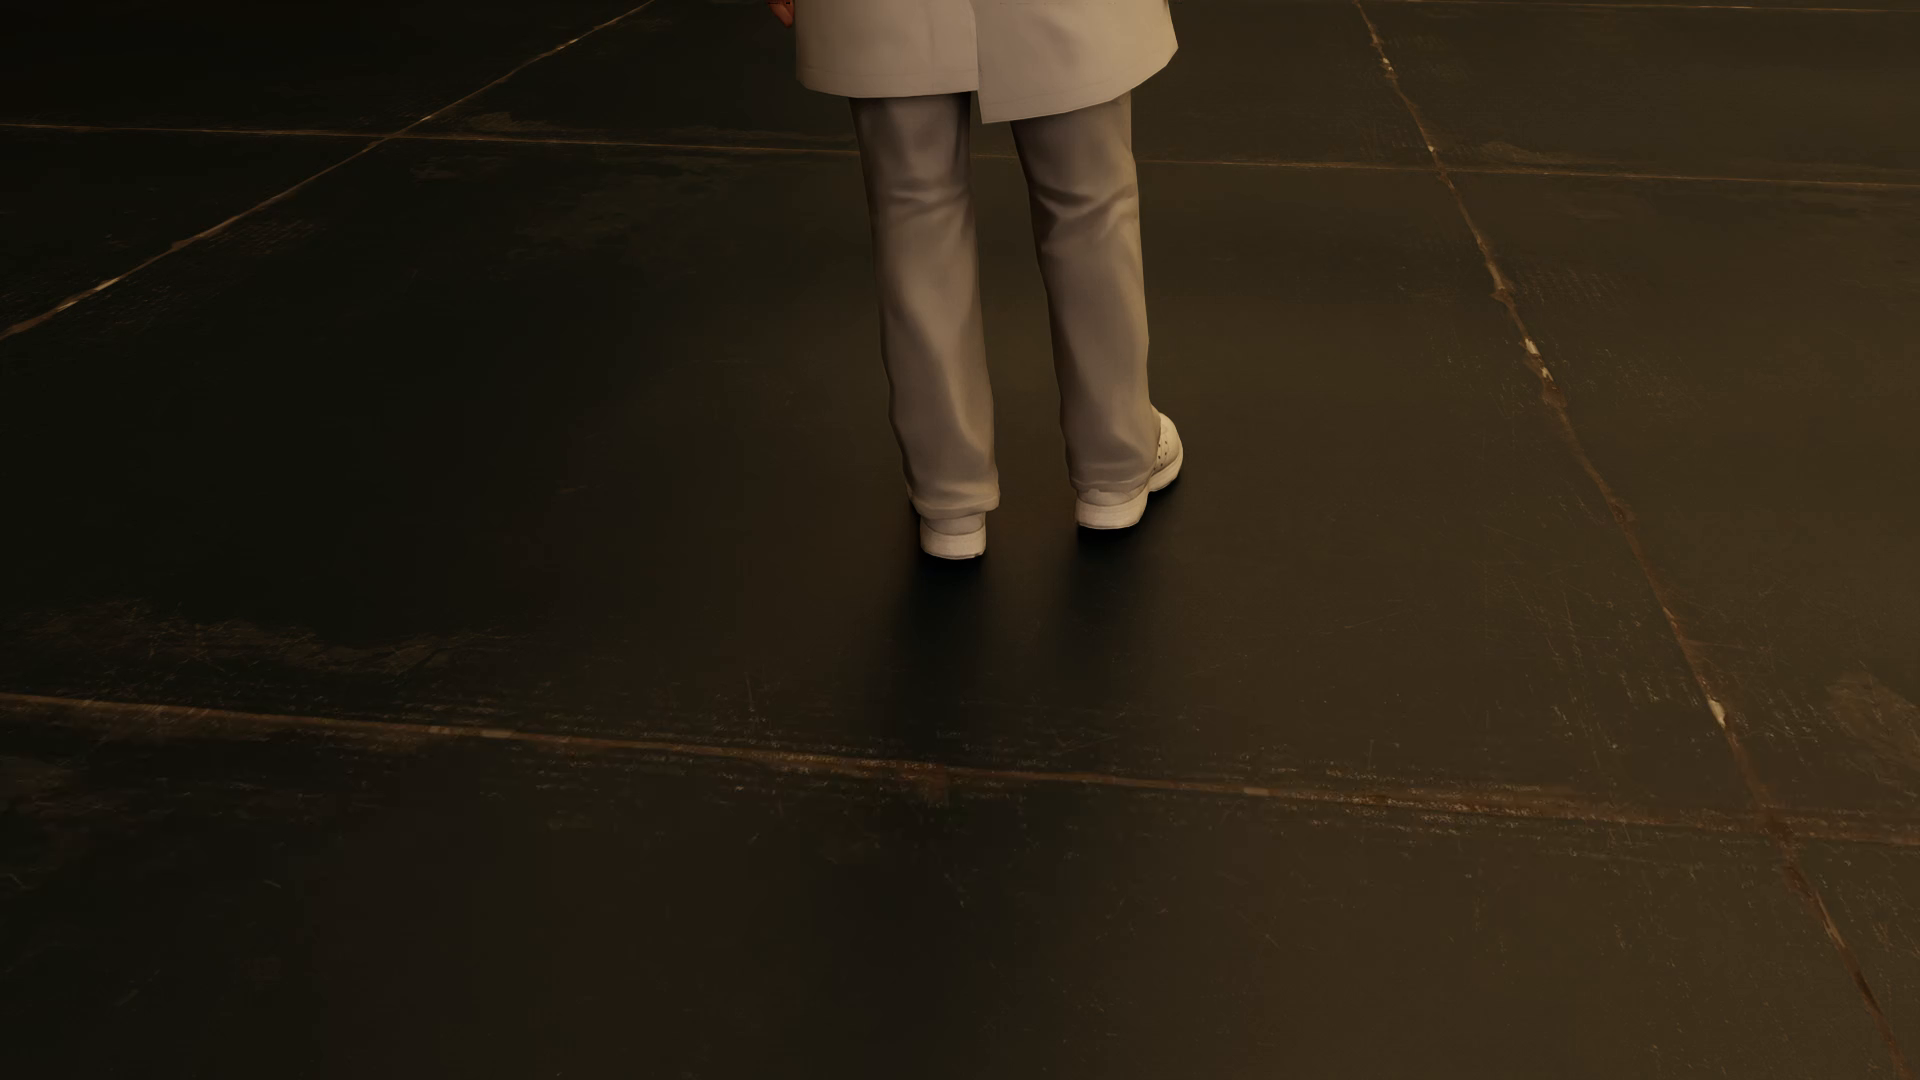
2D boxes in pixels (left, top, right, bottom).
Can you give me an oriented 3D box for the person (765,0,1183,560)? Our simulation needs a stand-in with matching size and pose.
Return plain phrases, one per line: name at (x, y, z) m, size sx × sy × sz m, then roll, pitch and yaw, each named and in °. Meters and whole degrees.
person at (0.016, -0.842, 2.181) m, size 0.696 × 1.778 × 0.578 m, roll 3°, pitch 27°, yaw 7°
